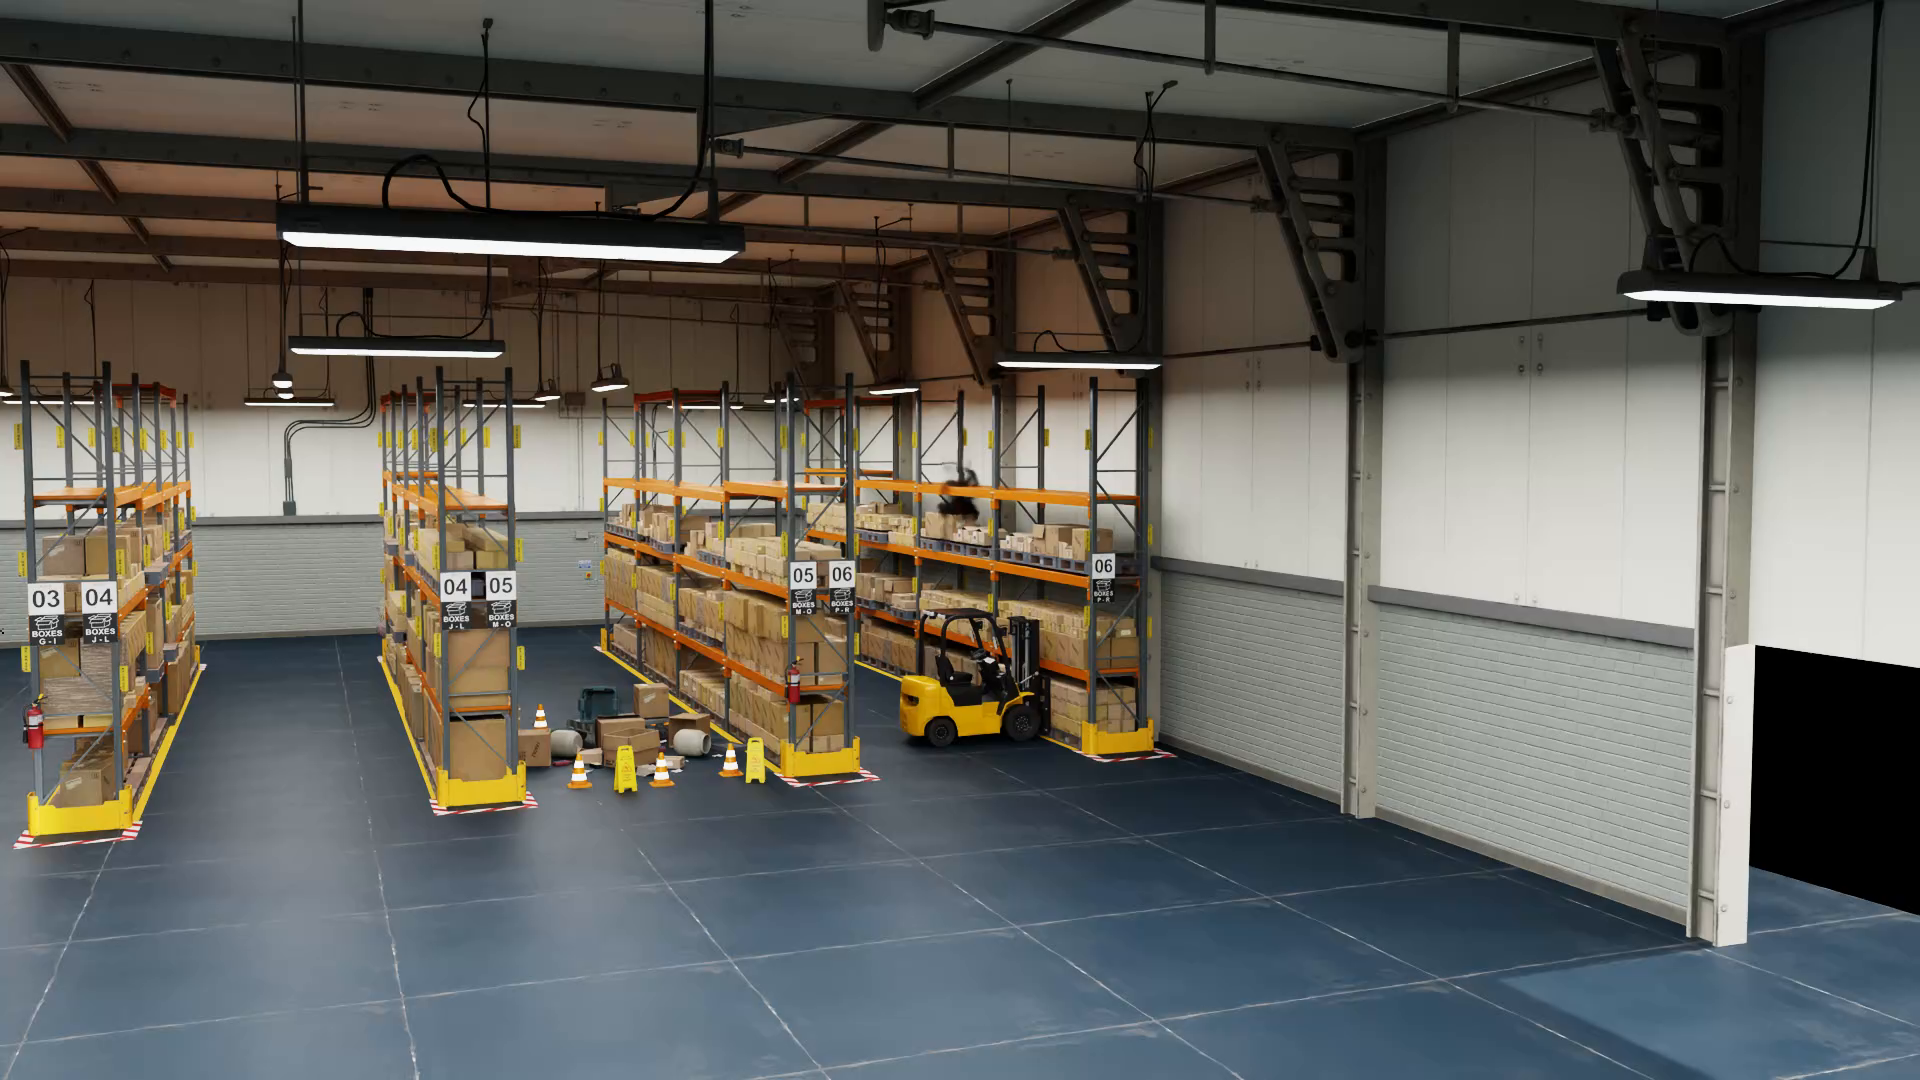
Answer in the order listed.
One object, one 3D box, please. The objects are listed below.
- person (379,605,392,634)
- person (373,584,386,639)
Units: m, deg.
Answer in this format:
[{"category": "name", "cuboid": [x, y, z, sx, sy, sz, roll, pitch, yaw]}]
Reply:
[{"category": "person", "cuboid": [-13.288, 1.855, 38.848, 0.531, 1.597, 0.679, -2, 4, -25]}, {"category": "person", "cuboid": [-13.458, 1.826, 38.971, 0.589, 1.636, 0.548, 3, 5, 41]}]
